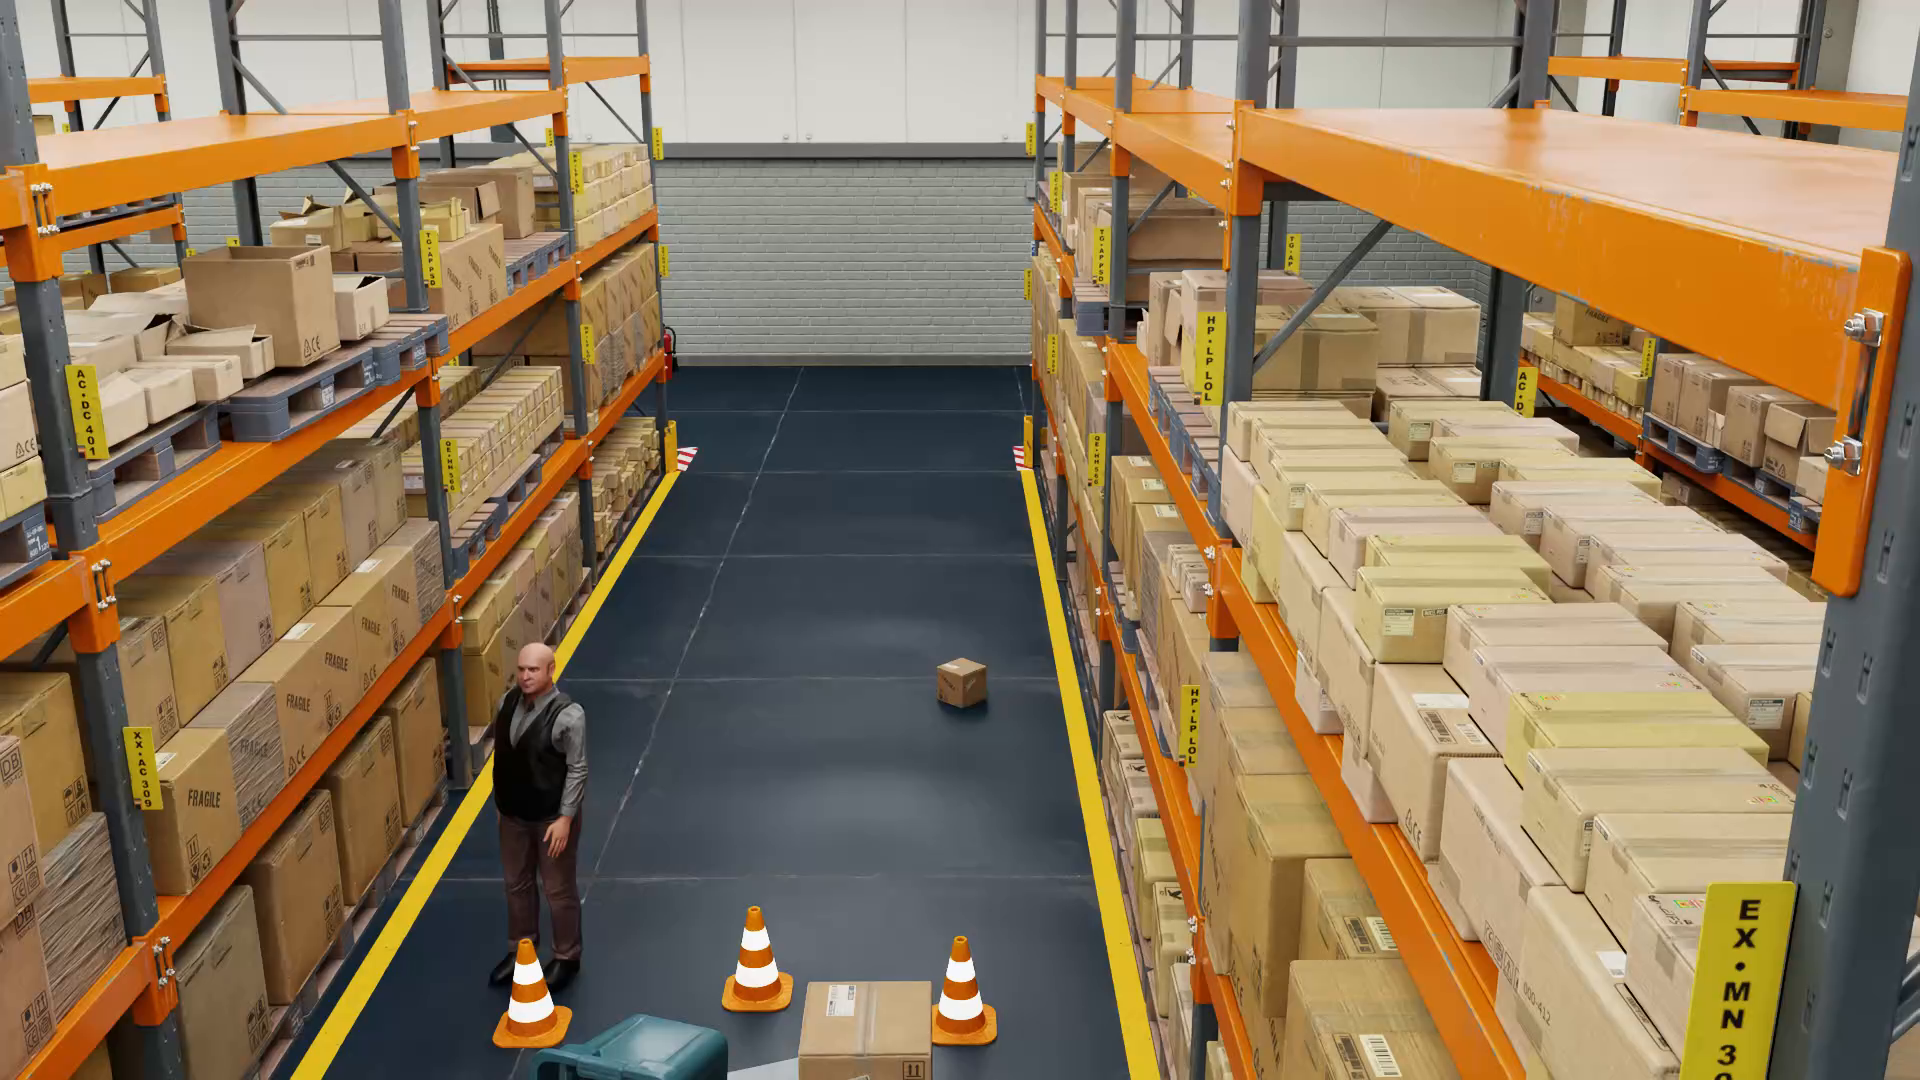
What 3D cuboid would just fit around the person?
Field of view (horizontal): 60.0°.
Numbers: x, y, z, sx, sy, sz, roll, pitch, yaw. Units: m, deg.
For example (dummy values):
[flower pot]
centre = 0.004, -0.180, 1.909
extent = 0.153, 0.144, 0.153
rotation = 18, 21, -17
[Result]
[person]
centre = -2.066, 1.349, 8.105
extent = 0.557, 1.739, 0.428
rotation = 8, 19, 25
